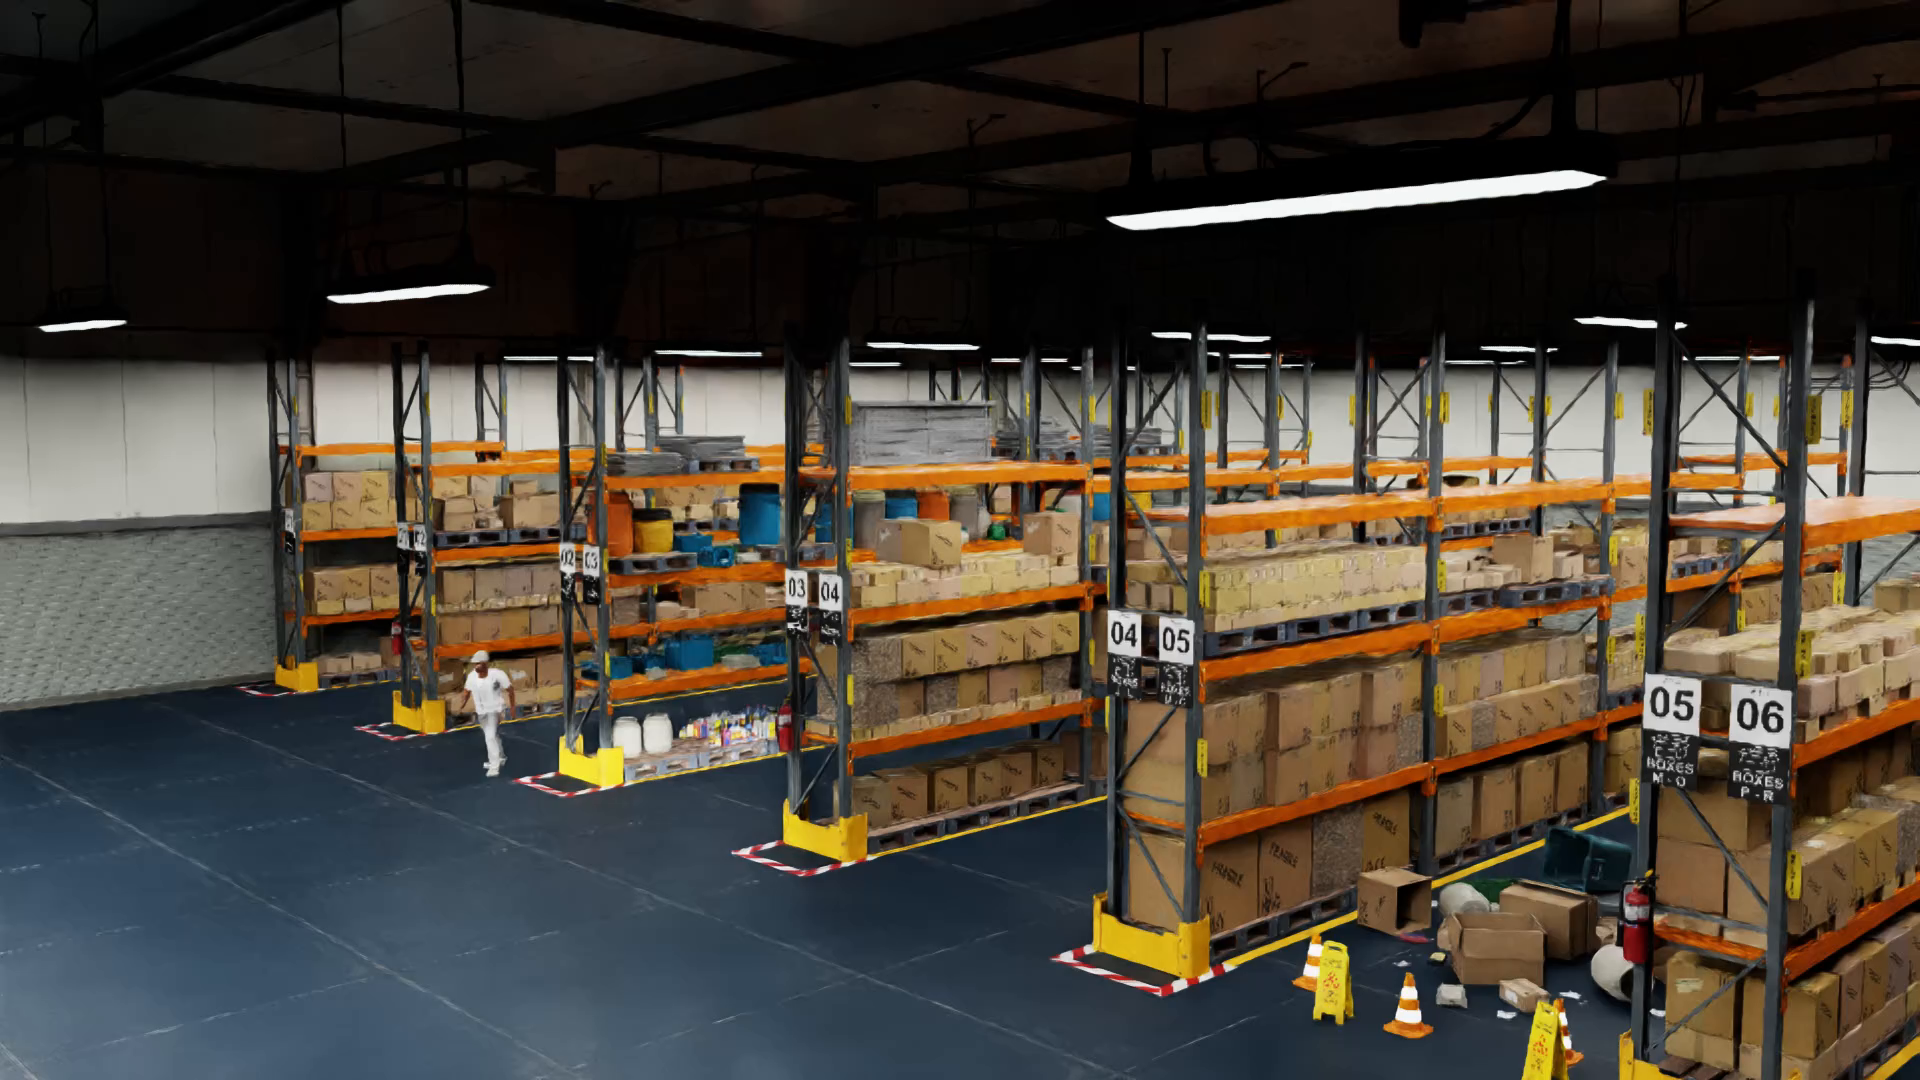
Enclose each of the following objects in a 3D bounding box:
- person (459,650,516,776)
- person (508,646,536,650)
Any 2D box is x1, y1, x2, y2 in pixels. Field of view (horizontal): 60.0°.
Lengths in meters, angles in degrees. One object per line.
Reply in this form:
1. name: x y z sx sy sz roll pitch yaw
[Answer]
1. person: -6.447 2.336 22.797 0.713 1.697 0.809 3 6 27
2. person: -7.647 1.779 29.031 1.036 1.728 0.533 -3 6 -35
